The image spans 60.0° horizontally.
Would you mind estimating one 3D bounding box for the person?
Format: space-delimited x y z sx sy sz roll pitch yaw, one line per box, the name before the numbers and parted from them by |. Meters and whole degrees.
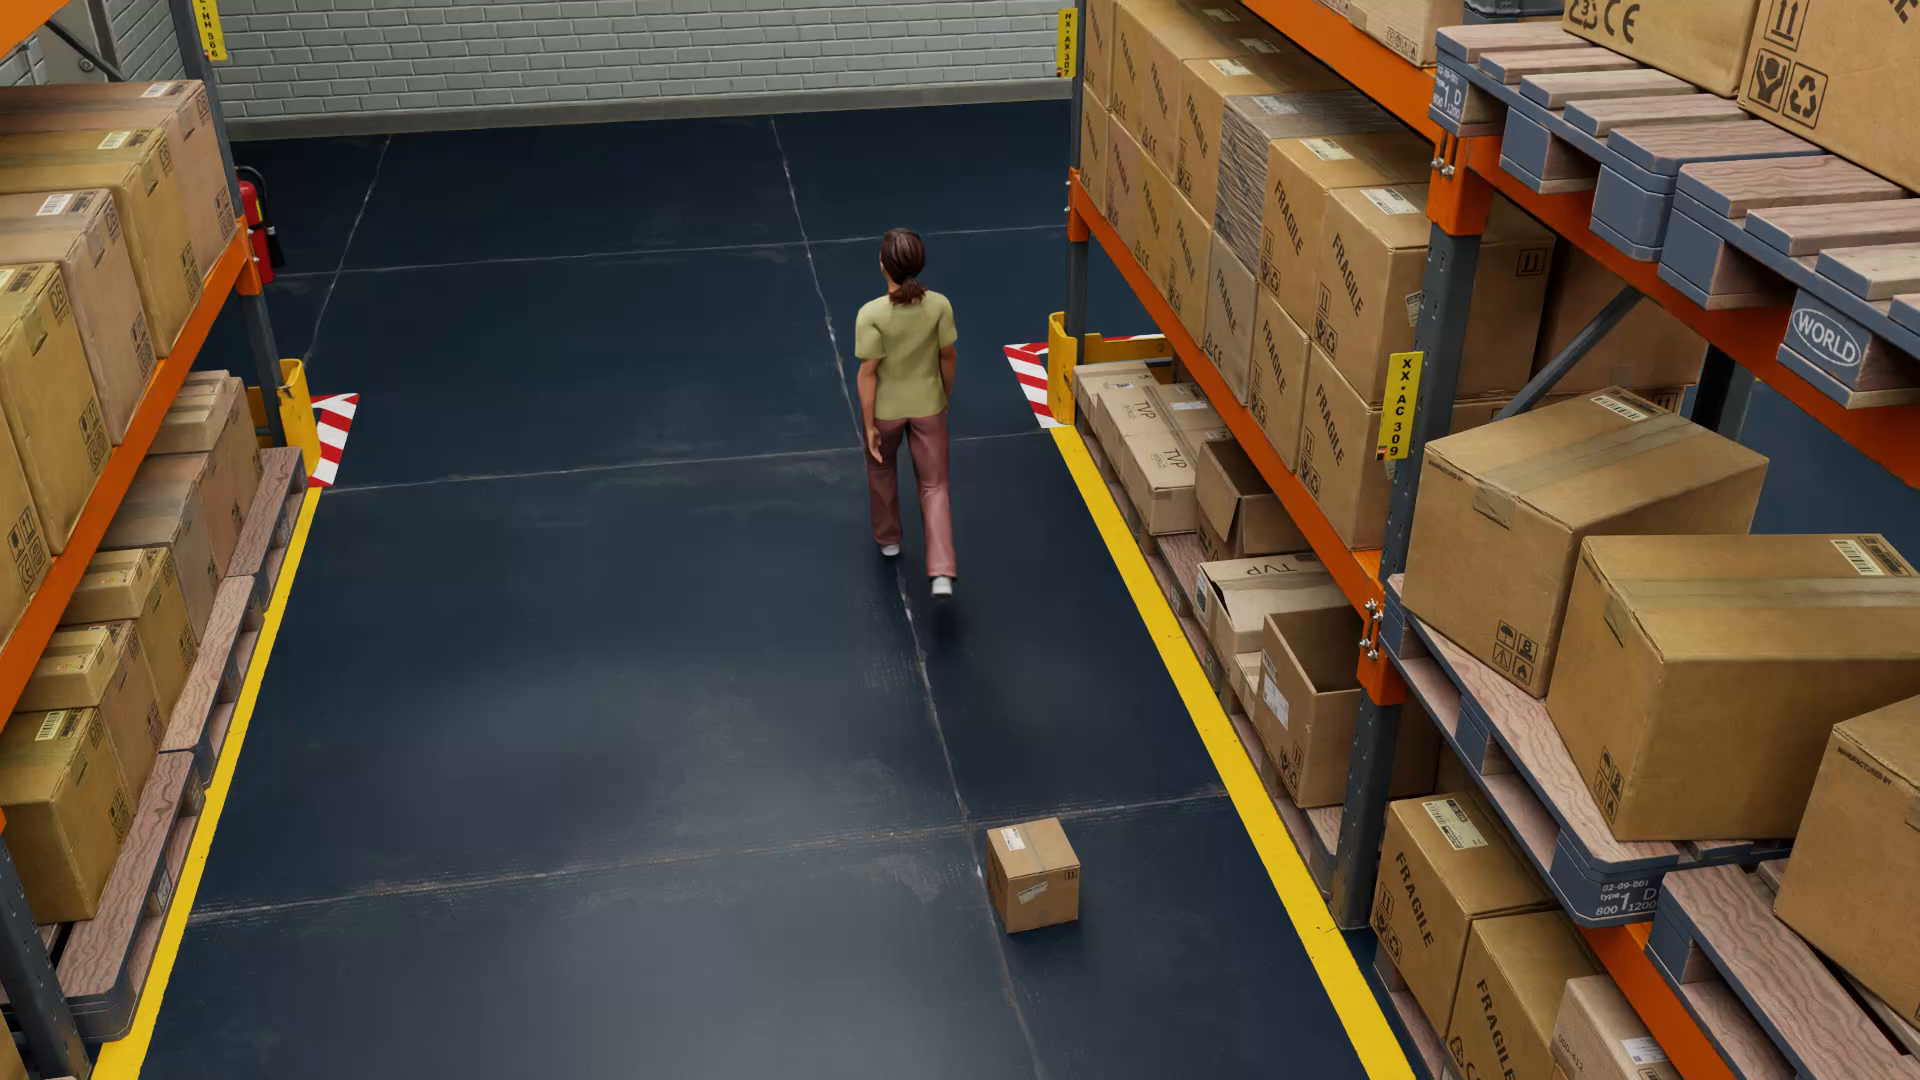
person | -0.223 -0.536 7.023 0.441 1.626 0.968 -6 31 -9
